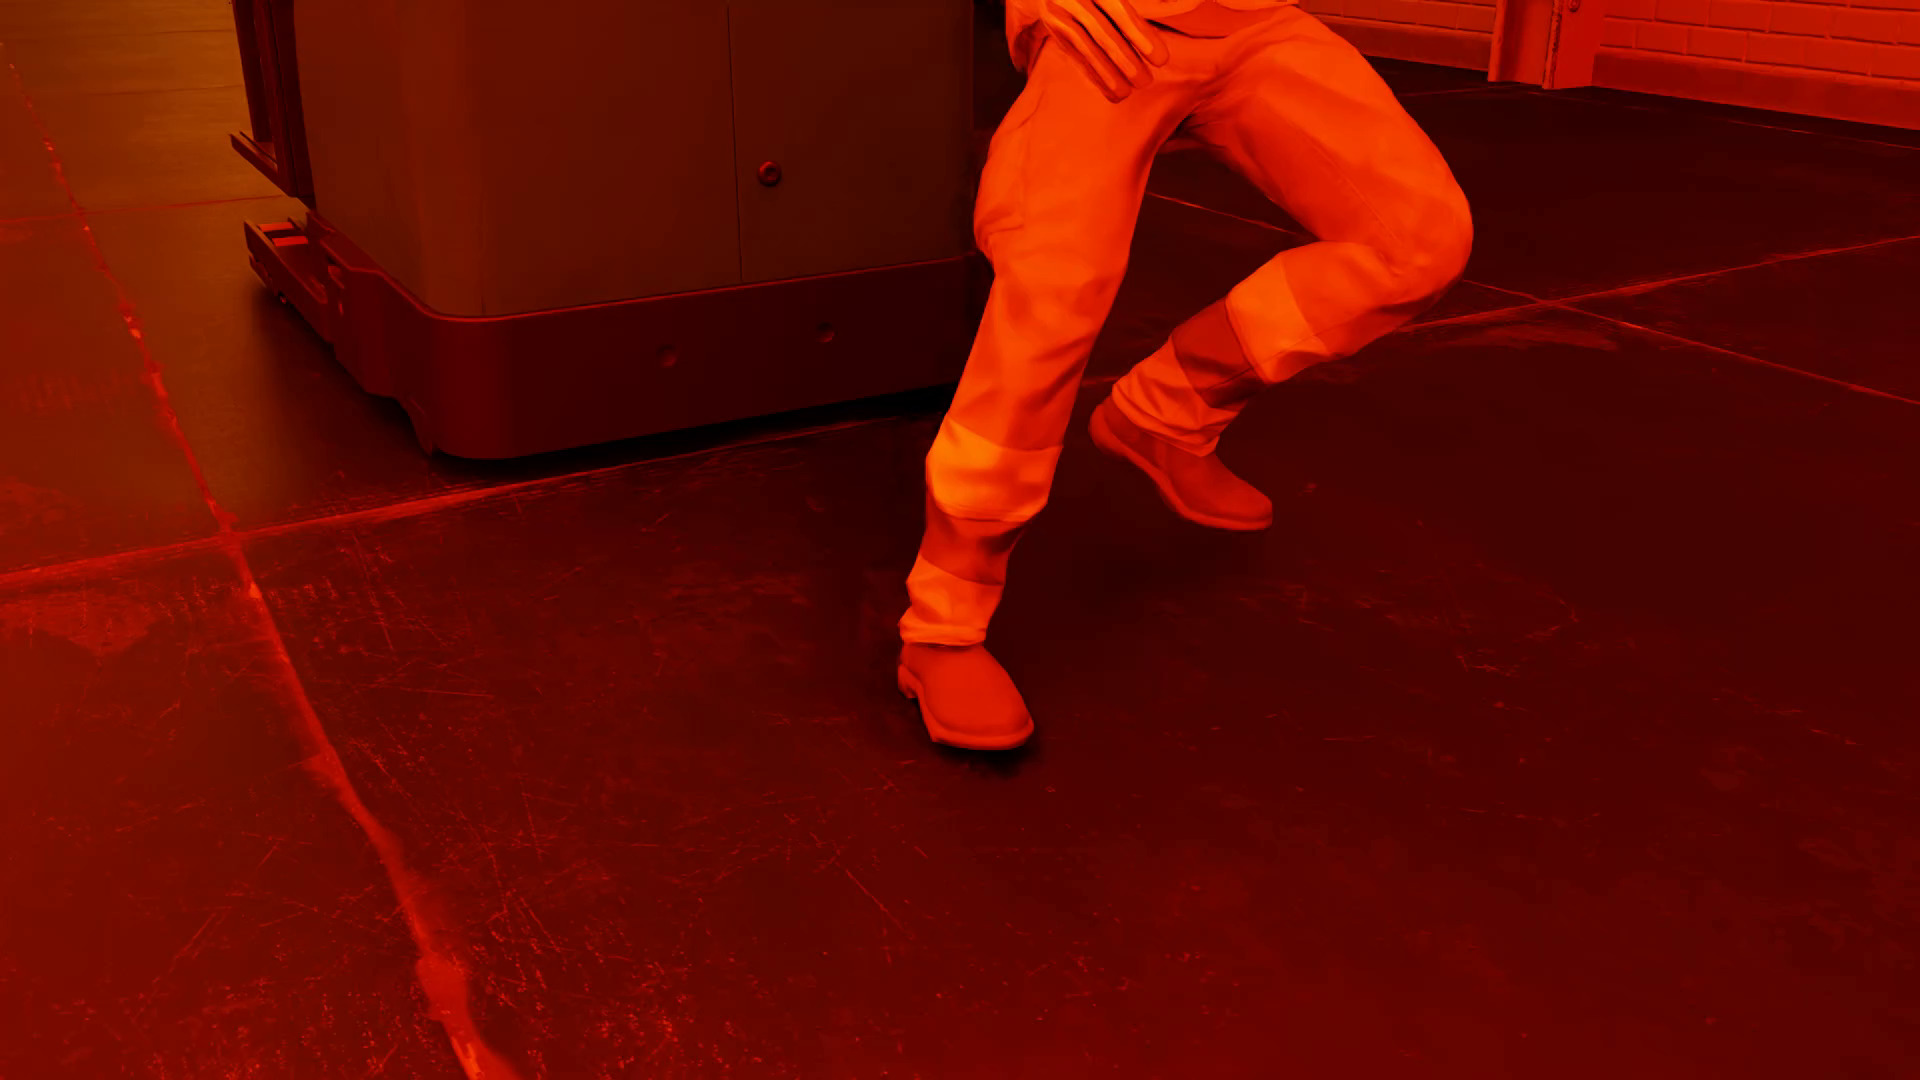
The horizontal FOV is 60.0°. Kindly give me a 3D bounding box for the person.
[{"bbox_3d":[0.266,-0.625,2.046,0.846,1.613,0.733,-9,24,-21],"label":"person"}]

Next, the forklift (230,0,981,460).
[{"bbox_3d":[-1.138,-2.004,3.657,1.130,2.935,3.031,-13,25,-28],"label":"forklift"}]
